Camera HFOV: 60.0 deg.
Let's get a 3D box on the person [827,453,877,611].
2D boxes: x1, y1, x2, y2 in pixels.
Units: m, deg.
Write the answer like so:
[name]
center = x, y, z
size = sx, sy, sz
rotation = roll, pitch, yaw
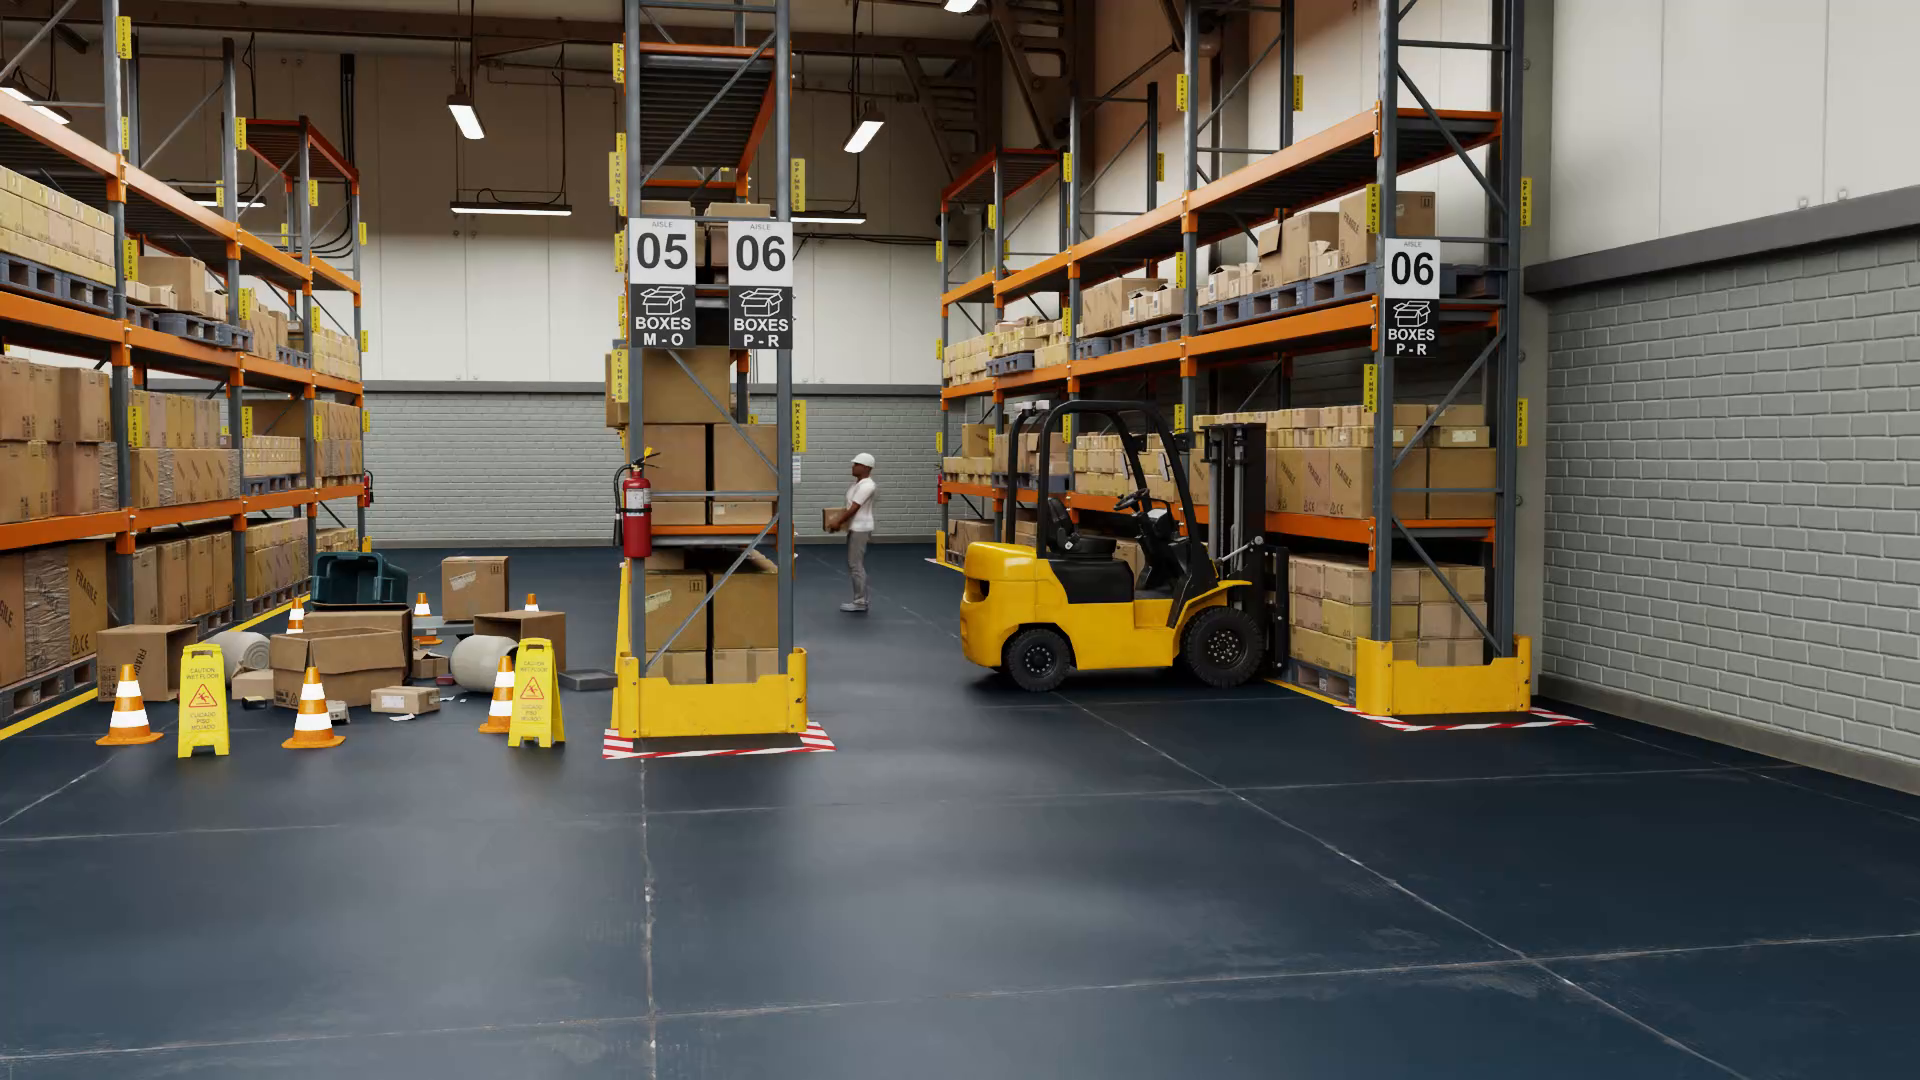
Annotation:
[person]
center = -1.224, -0.091, 18.612
size = 0.575, 1.767, 0.510
rotation = -1, 3, -10
